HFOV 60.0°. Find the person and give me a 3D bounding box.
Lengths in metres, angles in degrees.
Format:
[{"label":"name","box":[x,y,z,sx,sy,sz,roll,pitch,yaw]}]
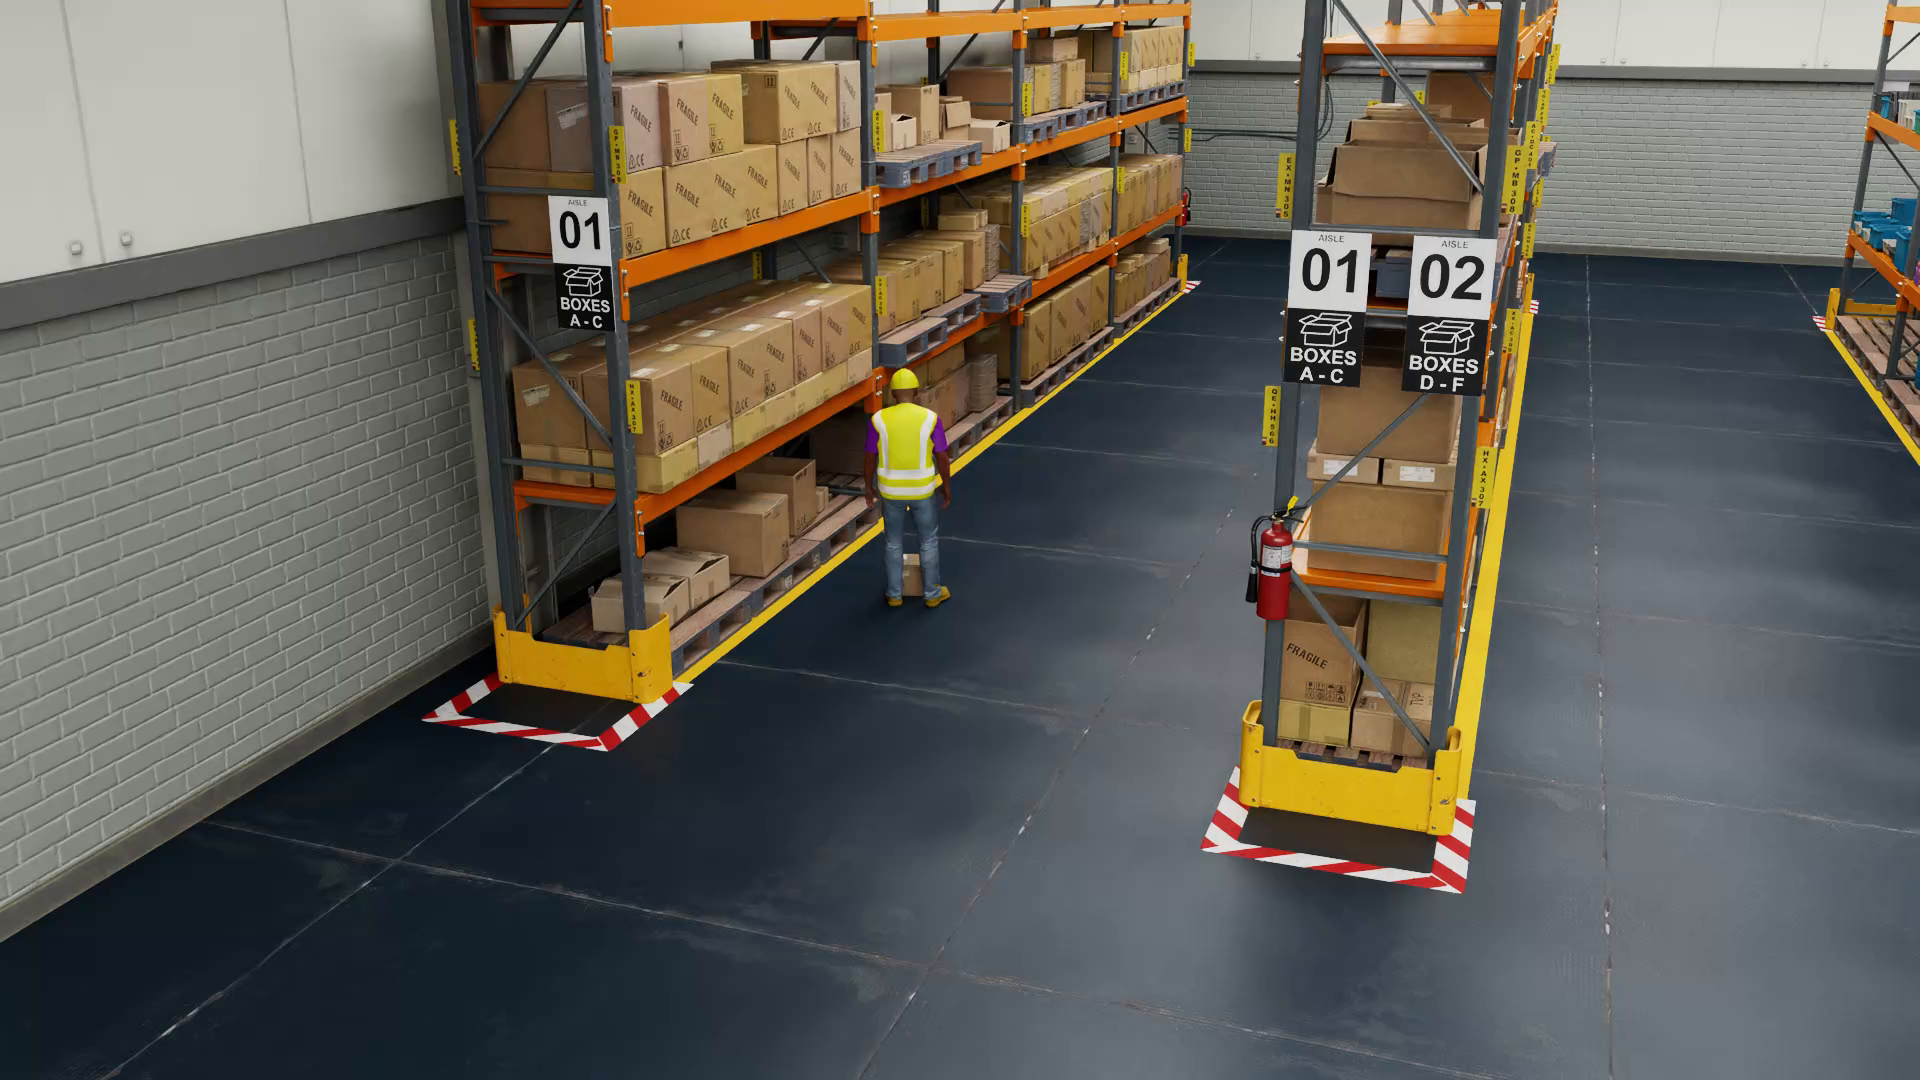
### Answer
[{"label":"person","box":[-0.382,-0.378,12.160,0.636,1.761,0.454,1,19,3]}]
